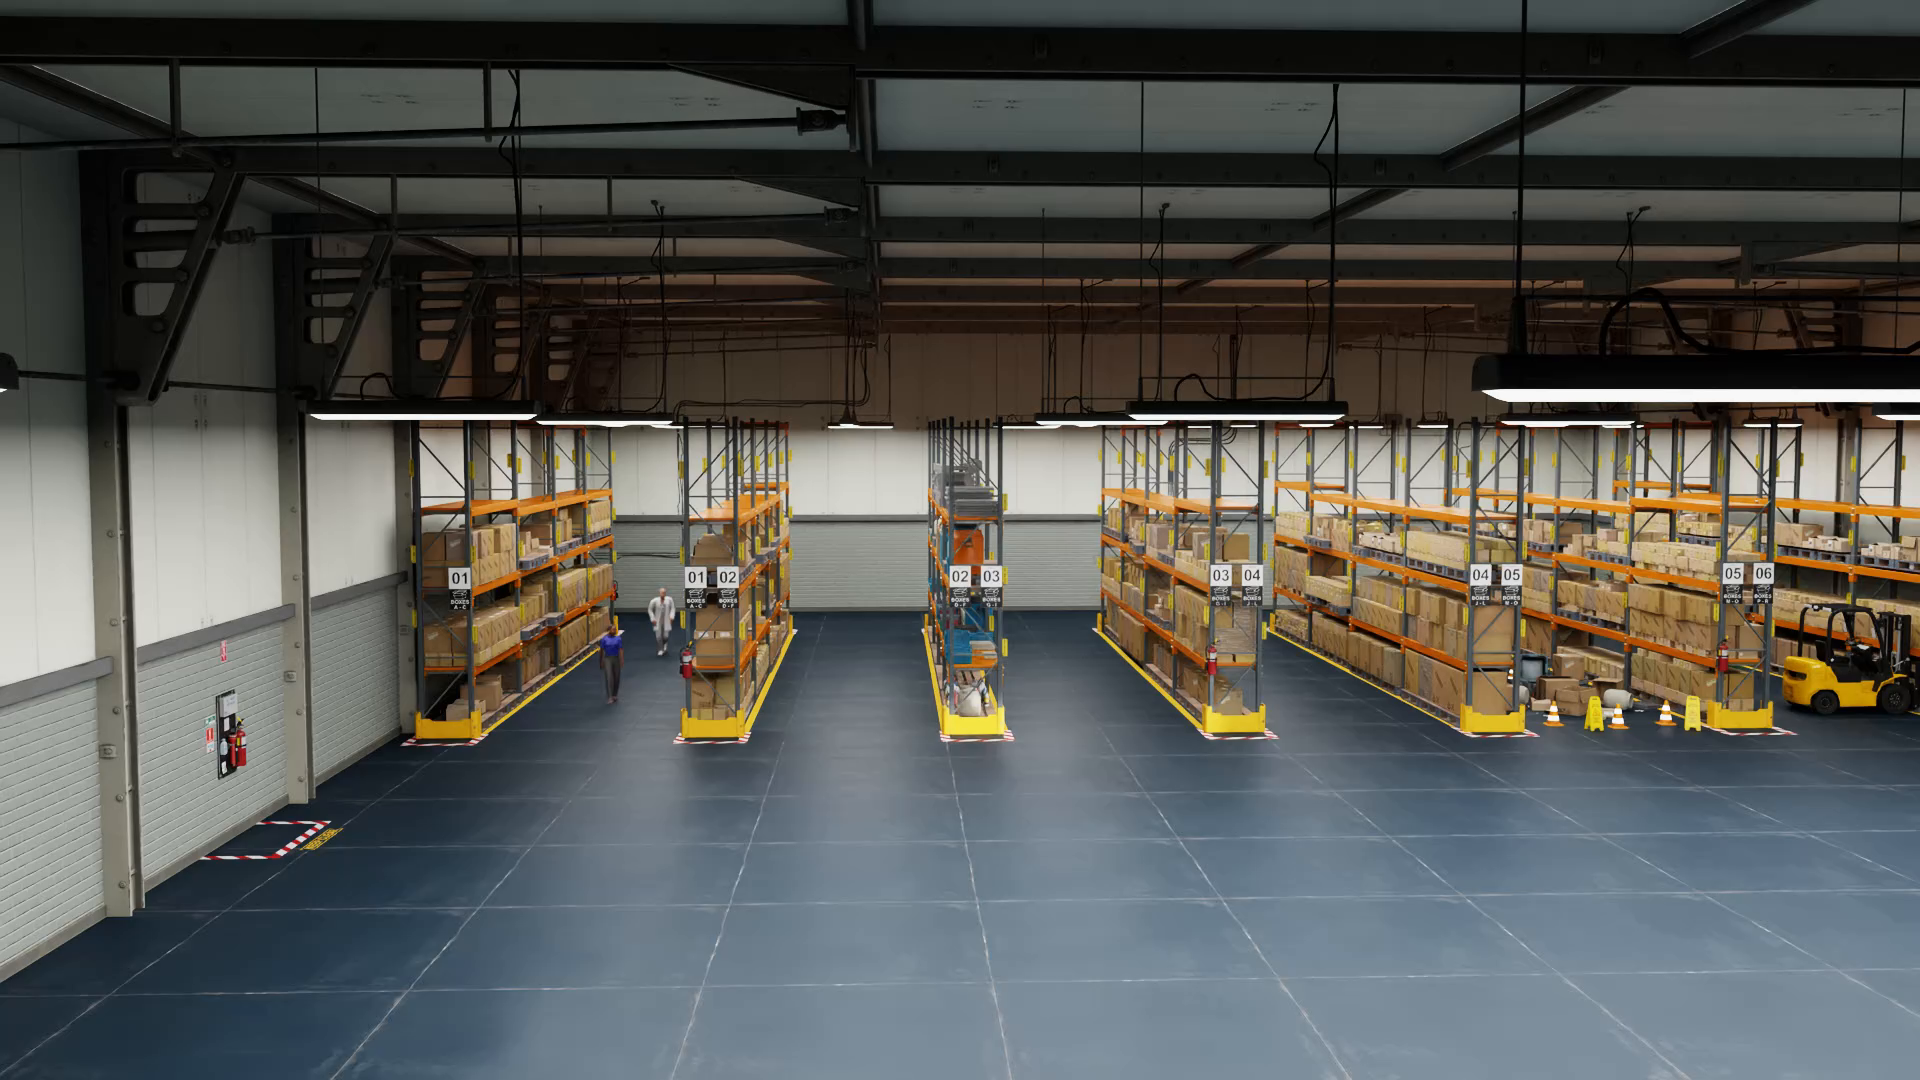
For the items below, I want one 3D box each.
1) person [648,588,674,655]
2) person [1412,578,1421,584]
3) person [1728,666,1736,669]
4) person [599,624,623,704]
[{"bbox_3d":[-7.682,2.086,42.761,0.671,1.722,0.649,-1,4,-10],"label":"person"},{"bbox_3d":[12.456,1.918,45.221,0.546,1.815,0.557,-2,4,-26],"label":"person"},{"bbox_3d":[16.537,2.495,35.875,0.551,1.790,0.540,0,4,-3],"label":"person"},{"bbox_3d":[-7.354,2.622,35.284,0.477,1.651,0.731,-2,4,-27],"label":"person"}]
